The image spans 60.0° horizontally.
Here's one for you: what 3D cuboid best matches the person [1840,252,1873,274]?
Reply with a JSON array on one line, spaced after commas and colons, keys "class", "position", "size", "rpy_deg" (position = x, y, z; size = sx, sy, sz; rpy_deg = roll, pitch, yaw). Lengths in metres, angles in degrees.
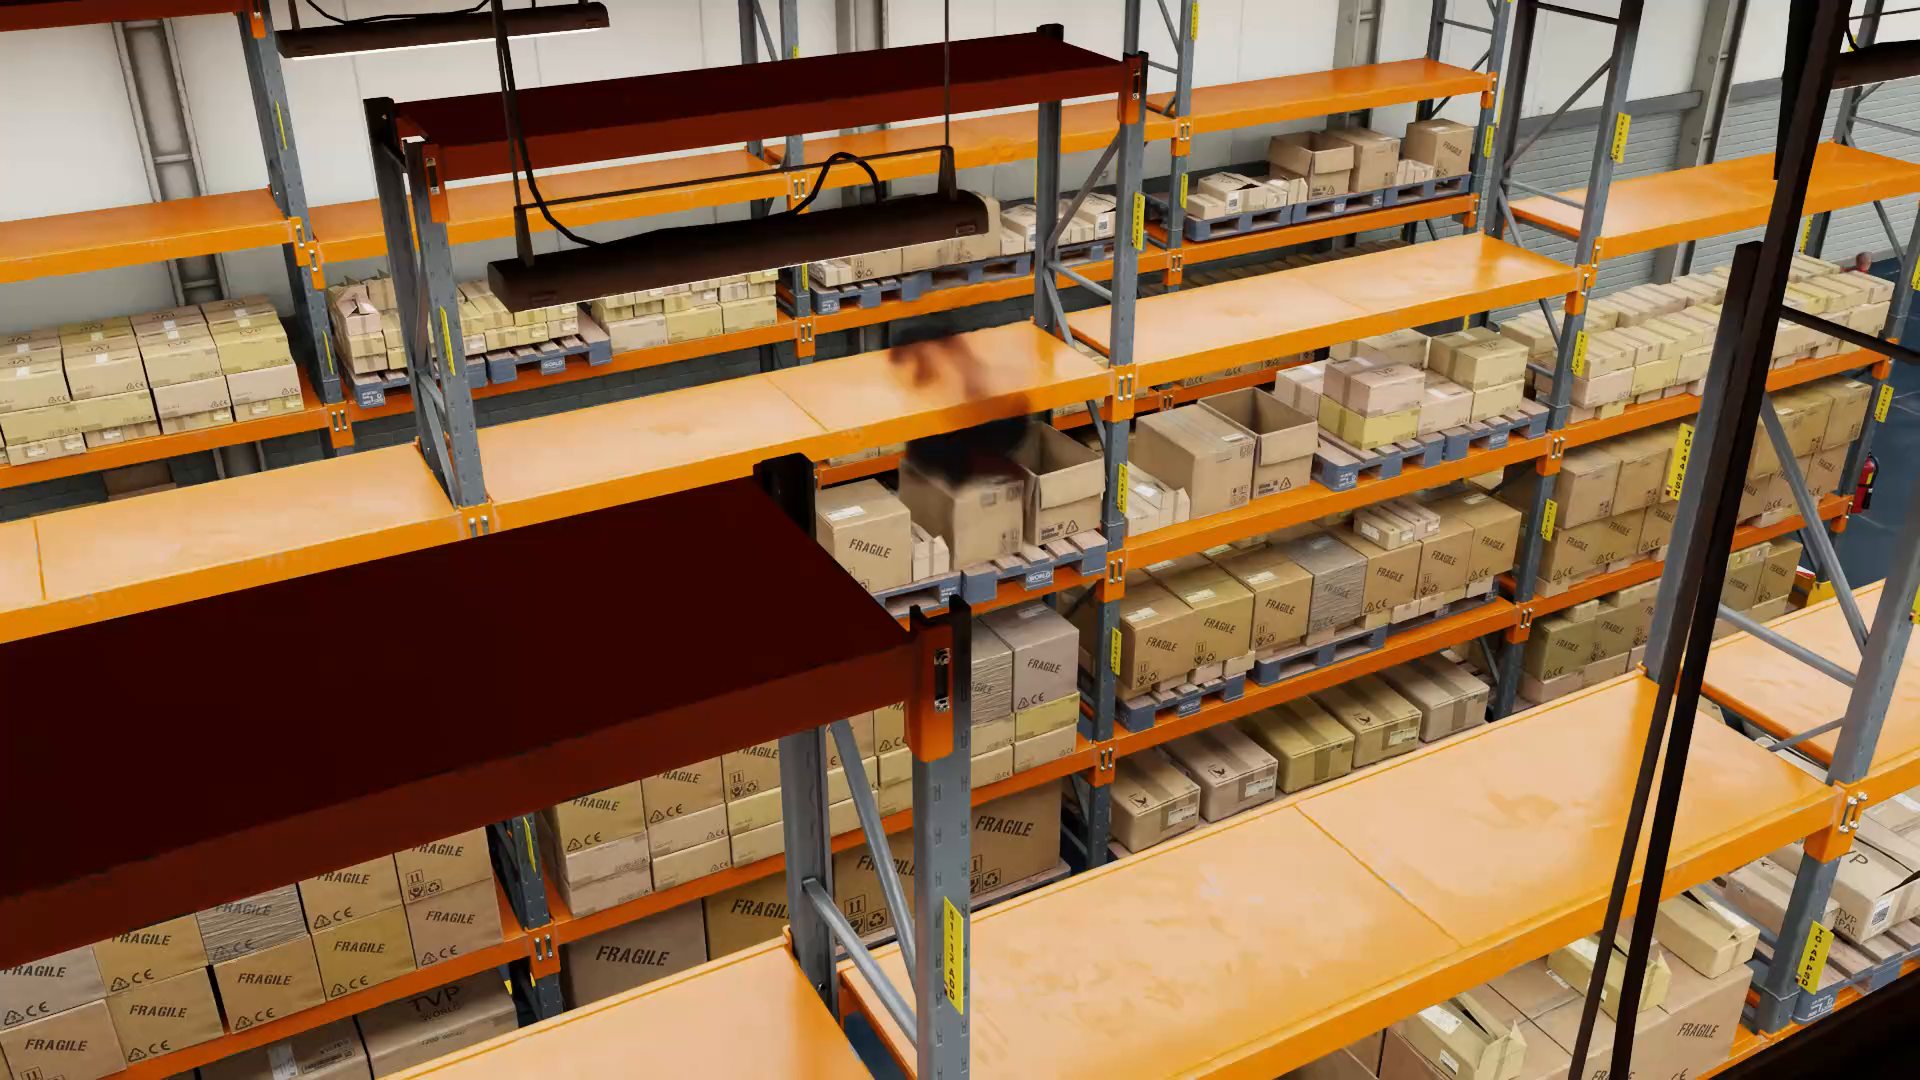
[{"class": "person", "position": [10.676, -2.637, 20.150], "size": [0.844, 1.742, 0.691], "rpy_deg": [-20, 34, -32]}]
